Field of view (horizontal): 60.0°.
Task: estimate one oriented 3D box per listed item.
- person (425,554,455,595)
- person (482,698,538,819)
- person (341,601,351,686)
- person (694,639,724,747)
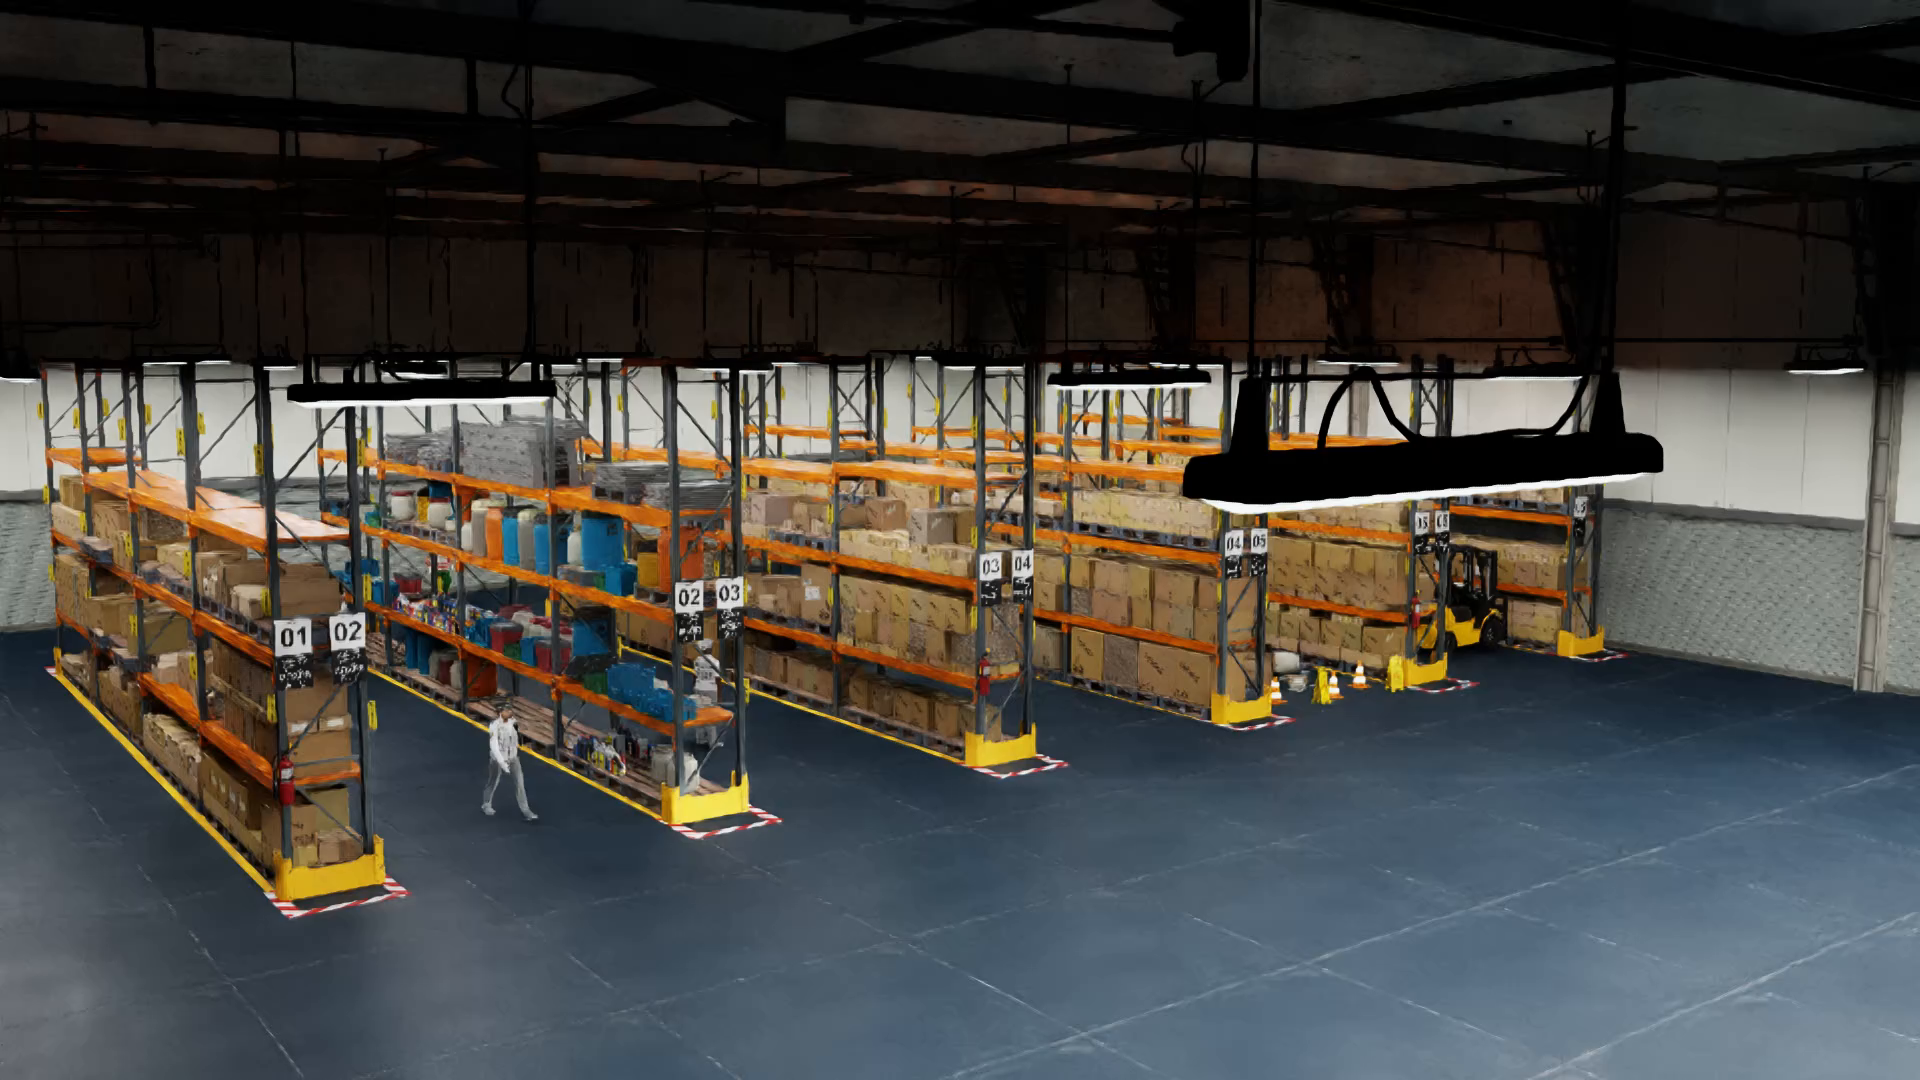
[{"bbox_3d":[-12.394,0.667,39.711,0.677,1.377,0.453,-5,9,-38],"label":"person"},{"bbox_3d":[-6.013,2.870,21.980,0.483,1.608,0.993,-7,10,-44],"label":"person"},{"bbox_3d":[-11.379,1.904,30.529,0.401,1.588,0.572,-3,8,-24],"label":"person"},{"bbox_3d":[-3.914,2.387,25.946,0.451,1.664,0.422,3,7,22],"label":"person"}]
